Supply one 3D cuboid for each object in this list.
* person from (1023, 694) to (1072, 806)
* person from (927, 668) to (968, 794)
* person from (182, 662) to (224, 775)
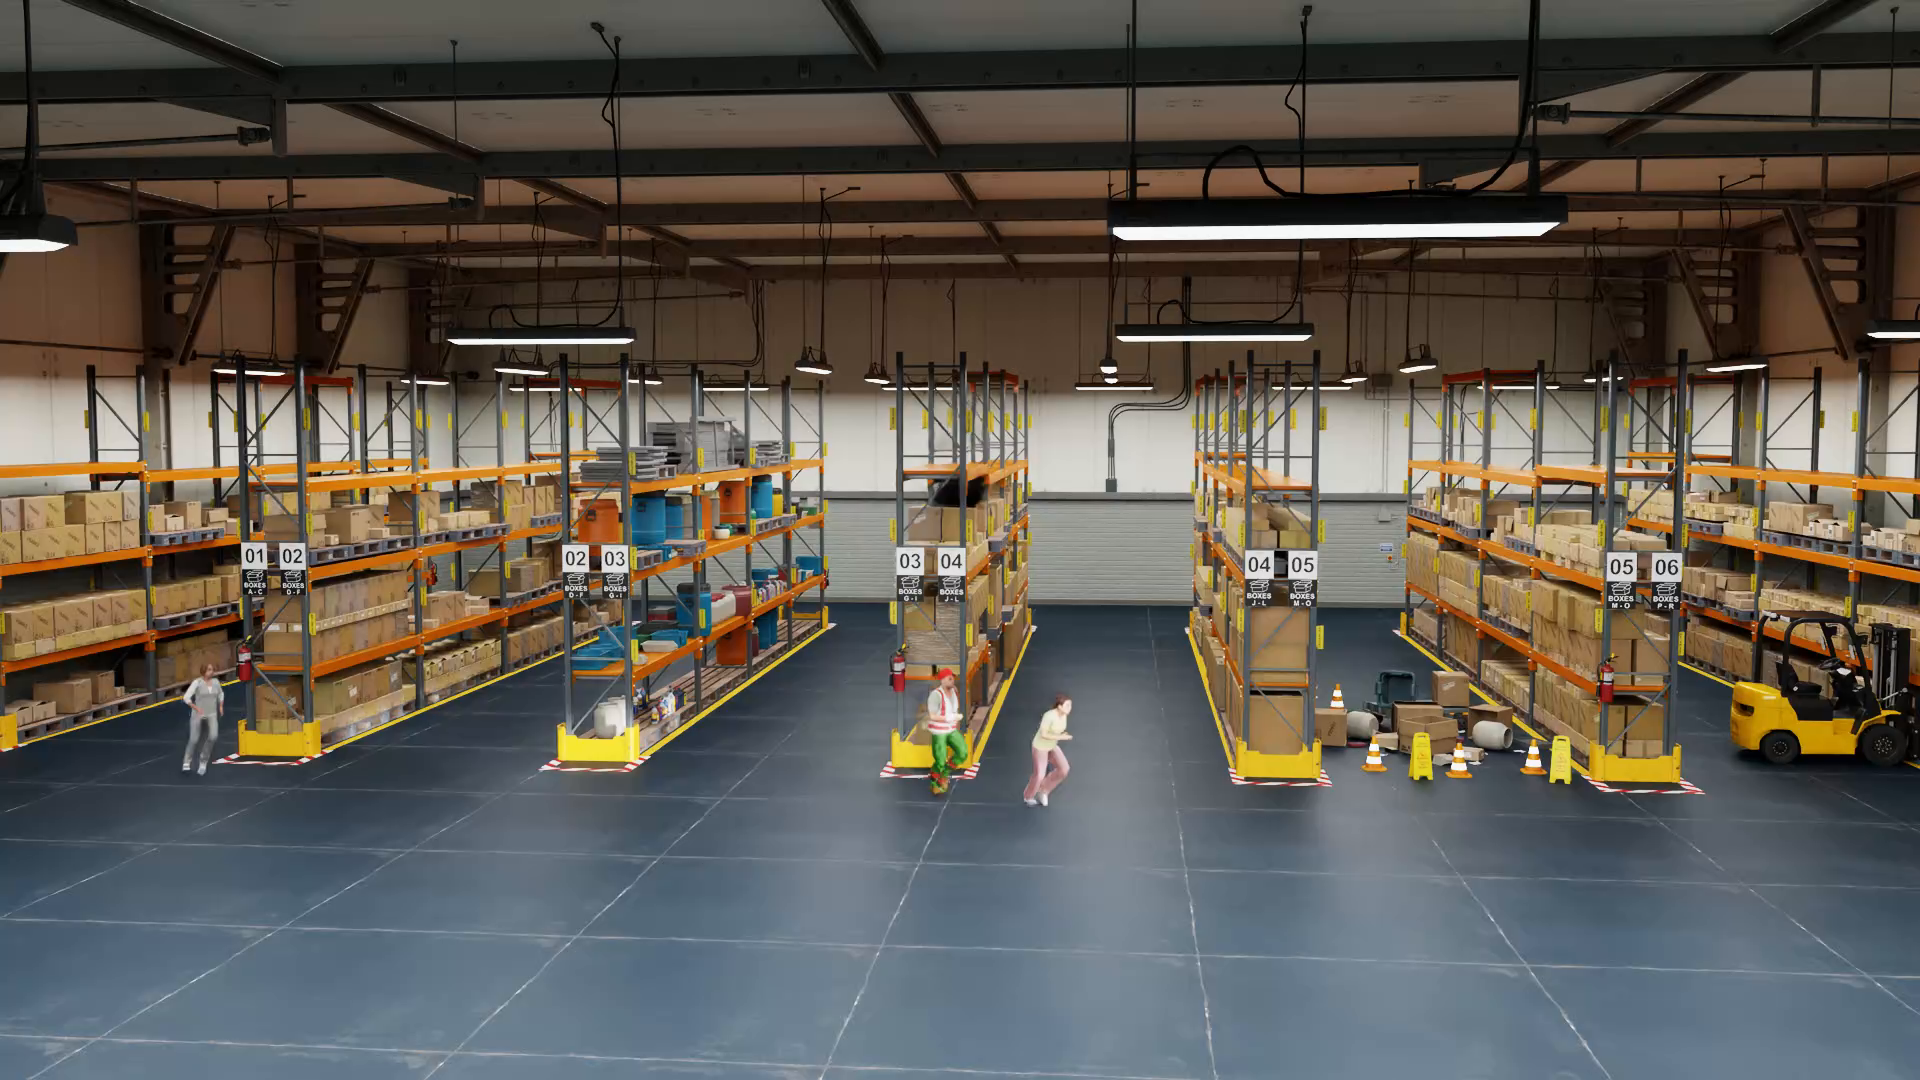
[{"bbox_3d":[1.172,2.717,21.505,0.880,1.490,0.610,4,6,44],"label":"person"},{"bbox_3d":[-0.160,2.548,22.094,0.738,1.727,0.706,4,6,45],"label":"person"},{"bbox_3d":[-10.772,2.538,23.743,0.602,1.579,0.608,-4,5,-41],"label":"person"}]
